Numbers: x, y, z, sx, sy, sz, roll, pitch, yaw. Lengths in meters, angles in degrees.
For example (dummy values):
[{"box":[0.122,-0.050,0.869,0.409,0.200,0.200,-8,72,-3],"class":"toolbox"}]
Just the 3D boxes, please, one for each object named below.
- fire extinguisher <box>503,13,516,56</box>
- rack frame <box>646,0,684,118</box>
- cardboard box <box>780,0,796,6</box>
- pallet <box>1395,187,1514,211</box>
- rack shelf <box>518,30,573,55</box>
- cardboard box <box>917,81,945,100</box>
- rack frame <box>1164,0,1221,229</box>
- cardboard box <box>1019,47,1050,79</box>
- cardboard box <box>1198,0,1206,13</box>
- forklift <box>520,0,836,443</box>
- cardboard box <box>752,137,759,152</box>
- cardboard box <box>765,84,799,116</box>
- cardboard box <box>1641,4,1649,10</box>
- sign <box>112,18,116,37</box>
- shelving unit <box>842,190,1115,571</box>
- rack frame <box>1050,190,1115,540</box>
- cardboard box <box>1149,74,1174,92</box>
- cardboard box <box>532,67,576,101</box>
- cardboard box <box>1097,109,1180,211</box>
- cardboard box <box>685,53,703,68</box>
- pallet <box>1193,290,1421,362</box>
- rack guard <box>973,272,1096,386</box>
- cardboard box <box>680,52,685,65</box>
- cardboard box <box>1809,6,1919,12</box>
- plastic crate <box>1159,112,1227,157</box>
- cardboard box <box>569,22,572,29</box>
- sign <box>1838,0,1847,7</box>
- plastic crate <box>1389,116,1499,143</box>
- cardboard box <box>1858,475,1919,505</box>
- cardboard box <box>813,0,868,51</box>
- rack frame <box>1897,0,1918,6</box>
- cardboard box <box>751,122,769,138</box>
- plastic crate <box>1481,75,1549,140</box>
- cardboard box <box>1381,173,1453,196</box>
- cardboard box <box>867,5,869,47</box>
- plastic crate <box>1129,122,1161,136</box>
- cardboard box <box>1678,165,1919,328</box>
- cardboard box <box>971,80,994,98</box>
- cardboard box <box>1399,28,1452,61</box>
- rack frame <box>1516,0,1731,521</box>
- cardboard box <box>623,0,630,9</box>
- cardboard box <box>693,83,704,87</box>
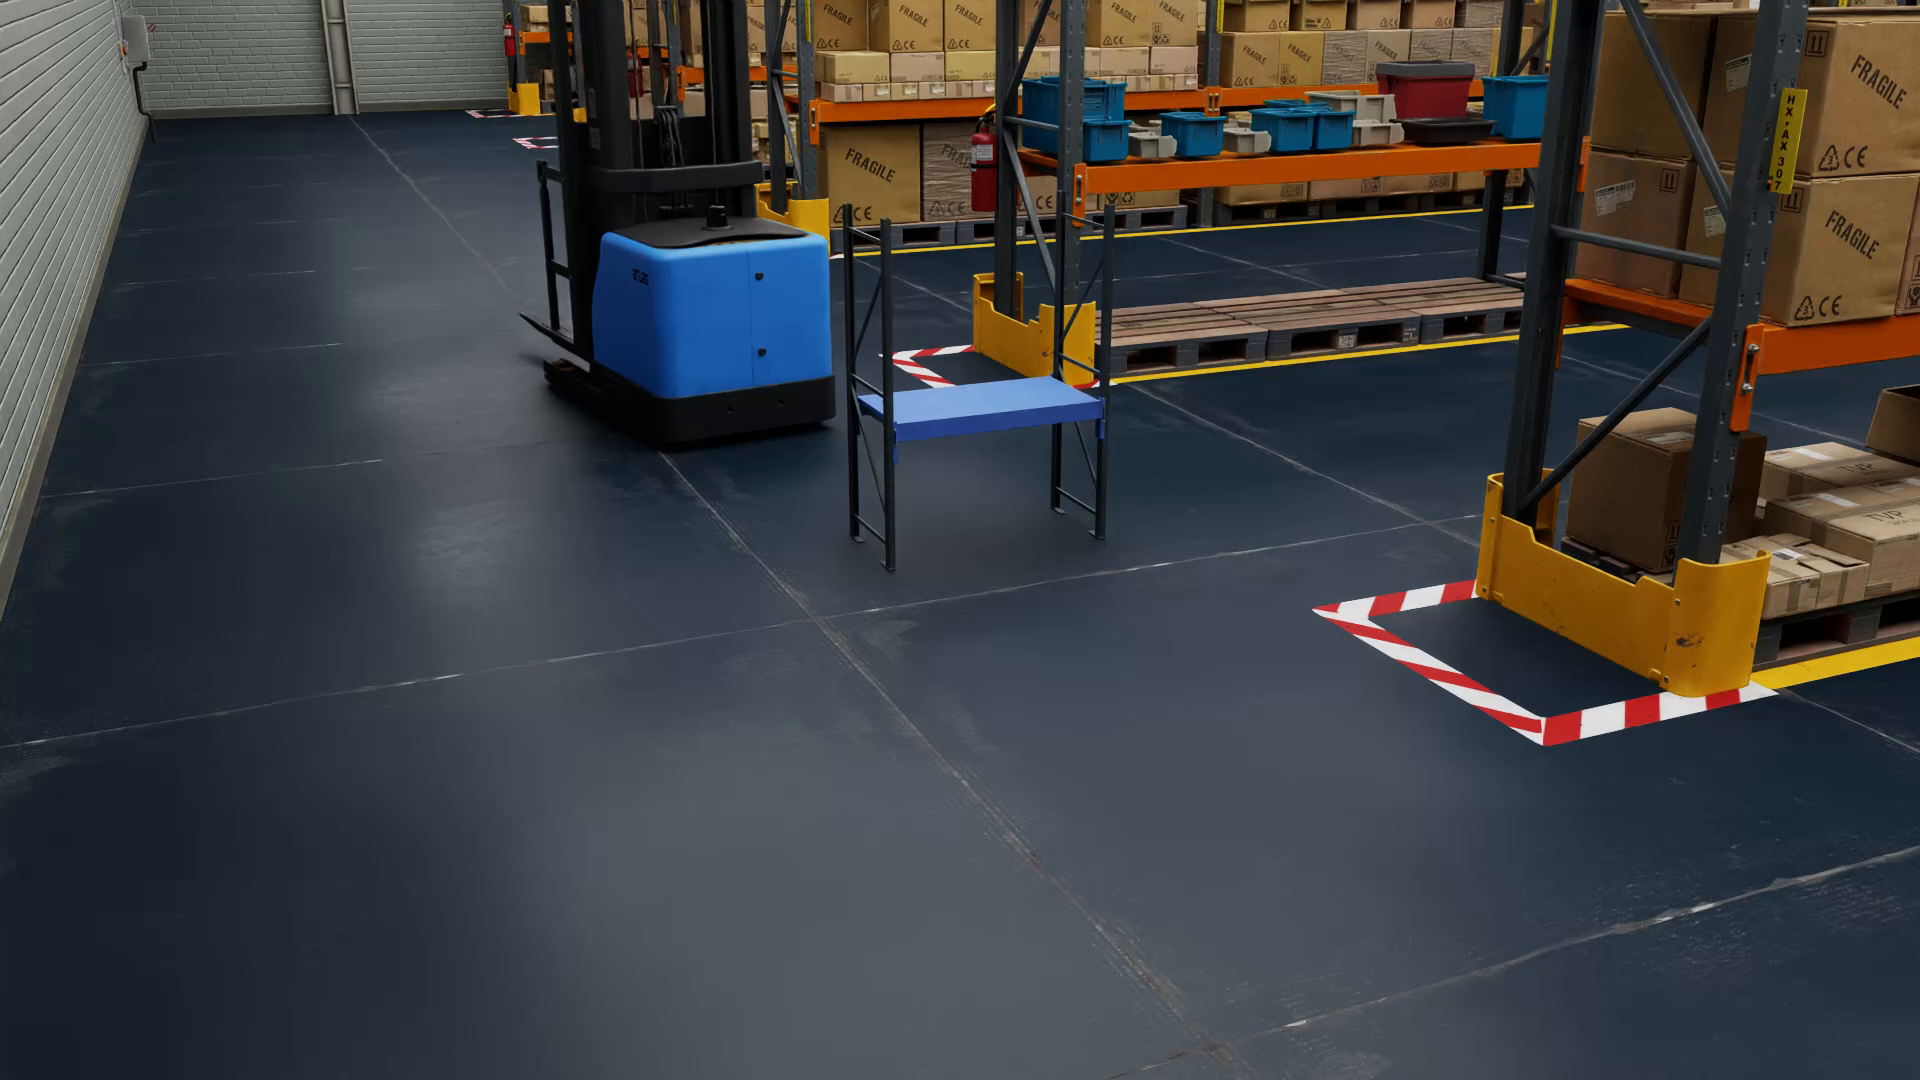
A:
[{"box":[-7.333,-8.221,27.031,0.183,0.674,0.296,-8,21,-22],"class":"fire extinguisher"},{"box":[-3.358,-5.584,18.864,0.127,3.000,1.000,-8,21,-22],"class":"rack frame"},{"box":[-1.893,-6.351,18.939,0.500,0.500,0.500,-9,21,-23],"class":"cardboard box"},{"box":[5.106,-3.714,17.753,1.213,0.211,1.003,-8,21,-22],"class":"pallet"},{"box":[-5.544,-8.517,28.278,4.000,0.370,1.077,-8,21,-22],"class":"rack shelf"},{"box":[-0.320,-3.988,14.711,0.250,0.149,0.380,-8,21,-23],"class":"cardboard box"},{"box":[2.187,-4.584,16.025,0.127,3.000,1.000,-8,21,-22],"class":"rack frame"},{"box":[0.476,-4.314,15.036,0.500,0.250,0.500,-9,21,-23],"class":"cardboard box"},{"box":[3.004,-6.689,20.853,0.250,0.149,0.380,-7,21,-20],"class":"cardboard box"},{"box":[-1.889,-2.333,9.736,1.130,2.935,3.031,-11,22,-29],"class":"forklift"},{"box":[-2.501,-4.587,19.245,0.250,0.149,0.380,-8,21,-22],"class":"cardboard box"},{"box":[-2.358,-6.546,24.822,0.875,0.438,0.875,-8,21,-23],"class":"cardboard box"},{"box":[9.480,-7.500,24.080,0.500,0.550,0.875,-8,21,-22],"class":"cardboard box"},{"box":[-10.617,-6.436,20.877,0.001,0.218,0.327,-8,21,-22],"class":"sign"},{"box":[0.078,-0.719,7.305,1.048,1.500,0.538,-8,21,-22],"class":"shelving unit"},{"box":[0.545,-0.786,7.495,0.032,1.500,0.500,-8,21,-22],"class":"rack frame"},{"box":[1.800,-4.292,15.572,0.250,0.149,0.380,-8,21,-21],"class":"cardboard box"},{"box":[-6.782,-7.665,27.902,0.637,0.503,0.797,-9,21,-24],"class":"cardboard box"},{"box":[1.549,-3.718,16.131,0.875,0.875,0.875,-8,21,-22],"class":"cardboard box"},{"box":[-2.931,-5.408,18.743,0.250,0.149,0.380,-8,21,-22],"class":"cardboard box"},{"box":[2.367,-1.488,11.431,1.213,0.211,1.003,-8,21,-22],"class":"pallet"},{"box":[0.459,-1.361,10.636,0.348,0.500,1.175,-8,21,-22],"class":"rack guard"},{"box":[-3.170,-5.594,19.272,0.250,0.149,0.380,-8,21,-22],"class":"cardboard box"},{"box":[3.672,-1.834,6.558,0.500,0.500,0.500,-8,21,-20],"class":"cardboard box"},{"box":[1.437,-2.516,10.312,0.300,0.233,0.416,-8,21,-22],"class":"plastic crate"},{"box":[-6.528,-8.527,27.601,0.250,0.149,0.380,-8,21,-23],"class":"cardboard box"},{"box":[9.756,-6.014,18.342,0.005,0.325,0.100,-8,21,-22],"class":"sign"},{"box":[3.227,-2.743,11.120,0.590,0.125,0.437,-8,21,-22],"class":"plastic crate"},{"box":[3.964,-0.064,6.664,0.500,0.250,0.500,-8,21,-22],"class":"cardboard box"},{"box":[-1.143,-4.625,14.791,0.500,0.500,0.500,-8,21,-21],"class":"cardboard box"},{"box":[7.822,-3.600,13.230,0.127,3.000,1.000,-8,21,-22],"class":"rack frame"},{"box":[-2.255,-4.750,19.261,0.250,0.149,0.380,-8,21,-22],"class":"cardboard box"},{"box":[3.855,-2.929,11.258,0.575,0.384,0.392,-8,21,-22],"class":"plastic crate"},{"box":[4.396,-4.107,17.236,0.875,0.875,1.225,-8,21,-22],"class":"cardboard box"},{"box":[-0.952,-6.015,19.489,0.500,0.500,0.500,-8,21,-22],"class":"cardboard box"},{"box":[1.153,-2.614,10.736,0.243,0.136,0.396,-8,21,-22],"class":"plastic crate"},{"box":[4.004,-1.309,6.574,3.026,0.500,1.079,-8,21,-21],"class":"cardboard box"},{"box":[7.076,-3.517,12.619,11.276,0.649,9.991,-8,21,-21],"class":"cardboard box"},{"box":[4.569,-4.884,16.726,0.500,0.500,0.500,-9,21,-24],"class":"cardboard box"},{"box":[2.436,-1.036,5.946,0.053,2.616,0.949,-8,21,-22],"class":"rack frame"},{"box":[-4.858,-7.575,22.863,0.500,0.500,0.500,-9,21,-23],"class":"cardboard box"},{"box":[-4.431,-7.818,28.694,0.258,0.266,0.396,-7,21,-20],"class":"cardboard box"}]
